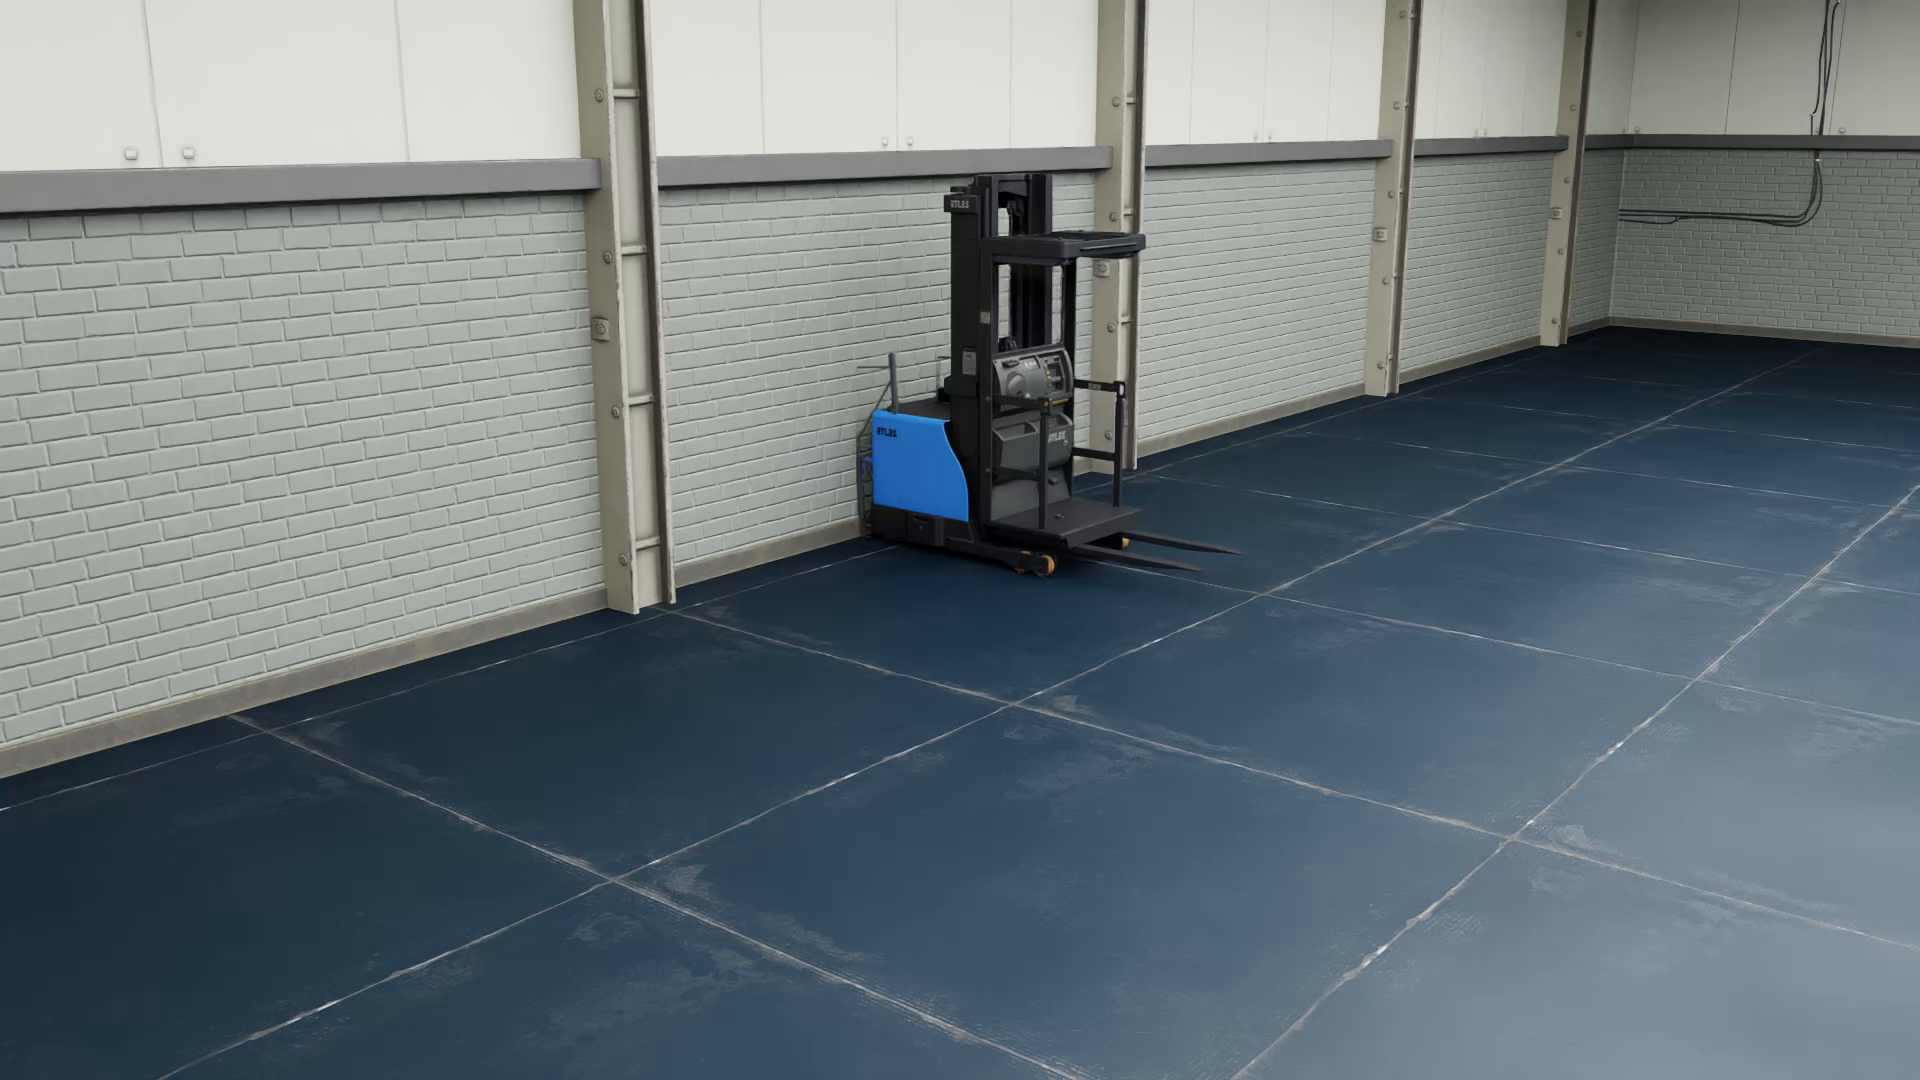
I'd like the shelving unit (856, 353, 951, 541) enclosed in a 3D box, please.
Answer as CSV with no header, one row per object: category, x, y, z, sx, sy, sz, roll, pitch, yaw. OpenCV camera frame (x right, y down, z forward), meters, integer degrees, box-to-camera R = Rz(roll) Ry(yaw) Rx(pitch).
shelving unit,-0.336,-0.832,13.814,0.538,1.500,1.048,4,12,41

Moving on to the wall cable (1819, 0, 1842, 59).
wall cable,14.029,-8.235,23.813,3.097,2.526,0.112,11,18,38

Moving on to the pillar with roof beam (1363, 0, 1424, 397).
pillar with roof beam,8.622,-5.536,17.139,9.100,9.000,0.400,11,18,38

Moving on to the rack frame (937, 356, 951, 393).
rack frame,-0.005,-0.914,14.192,0.500,1.500,0.032,4,12,41

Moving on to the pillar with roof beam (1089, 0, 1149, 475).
pillar with roof beam,4.851,-4.387,12.616,9.100,9.000,0.400,11,18,38

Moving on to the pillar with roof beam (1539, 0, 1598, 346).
pillar with roof beam,12.393,-6.685,21.662,9.100,9.000,0.400,11,18,38

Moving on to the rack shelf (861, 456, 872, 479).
rack shelf,-0.325,-0.655,13.843,0.538,0.185,1.000,4,12,41

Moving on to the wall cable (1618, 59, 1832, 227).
wall cable,11.924,-6.206,26.083,3.097,2.526,0.112,11,18,38

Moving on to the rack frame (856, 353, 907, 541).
rack frame,-0.667,-0.751,13.437,0.500,1.500,0.032,4,12,41

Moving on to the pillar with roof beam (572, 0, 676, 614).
pillar with roof beam,1.080,-3.238,8.093,9.100,9.000,0.400,11,18,38

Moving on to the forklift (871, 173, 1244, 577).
forklift,0.732,-1.289,12.744,3.031,2.935,1.130,11,18,38
